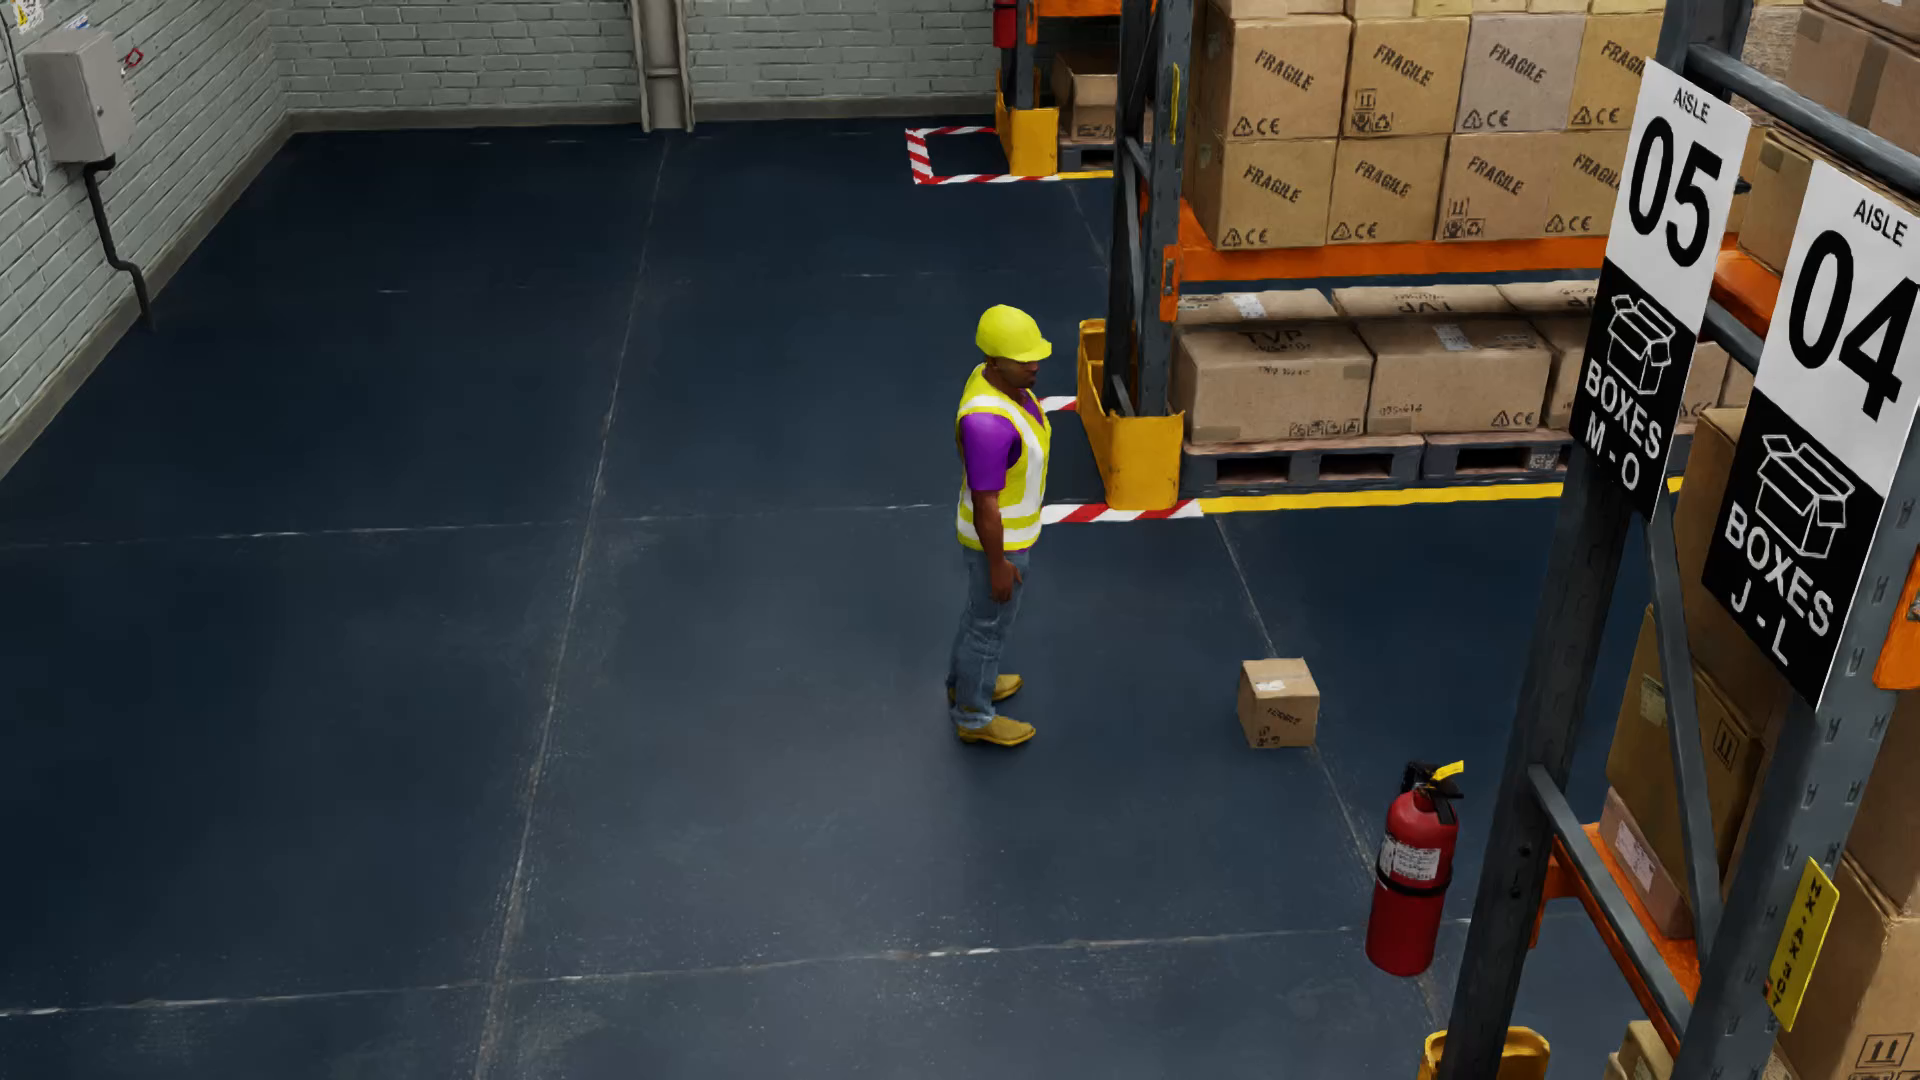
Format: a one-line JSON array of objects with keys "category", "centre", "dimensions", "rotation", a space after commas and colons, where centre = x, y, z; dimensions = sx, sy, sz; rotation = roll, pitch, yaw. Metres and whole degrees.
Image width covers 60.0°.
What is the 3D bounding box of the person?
[{"category": "person", "centre": [0.130, -0.047, 6.159], "dimensions": [0.392, 1.762, 0.609], "rotation": [1, 31, 2]}]
